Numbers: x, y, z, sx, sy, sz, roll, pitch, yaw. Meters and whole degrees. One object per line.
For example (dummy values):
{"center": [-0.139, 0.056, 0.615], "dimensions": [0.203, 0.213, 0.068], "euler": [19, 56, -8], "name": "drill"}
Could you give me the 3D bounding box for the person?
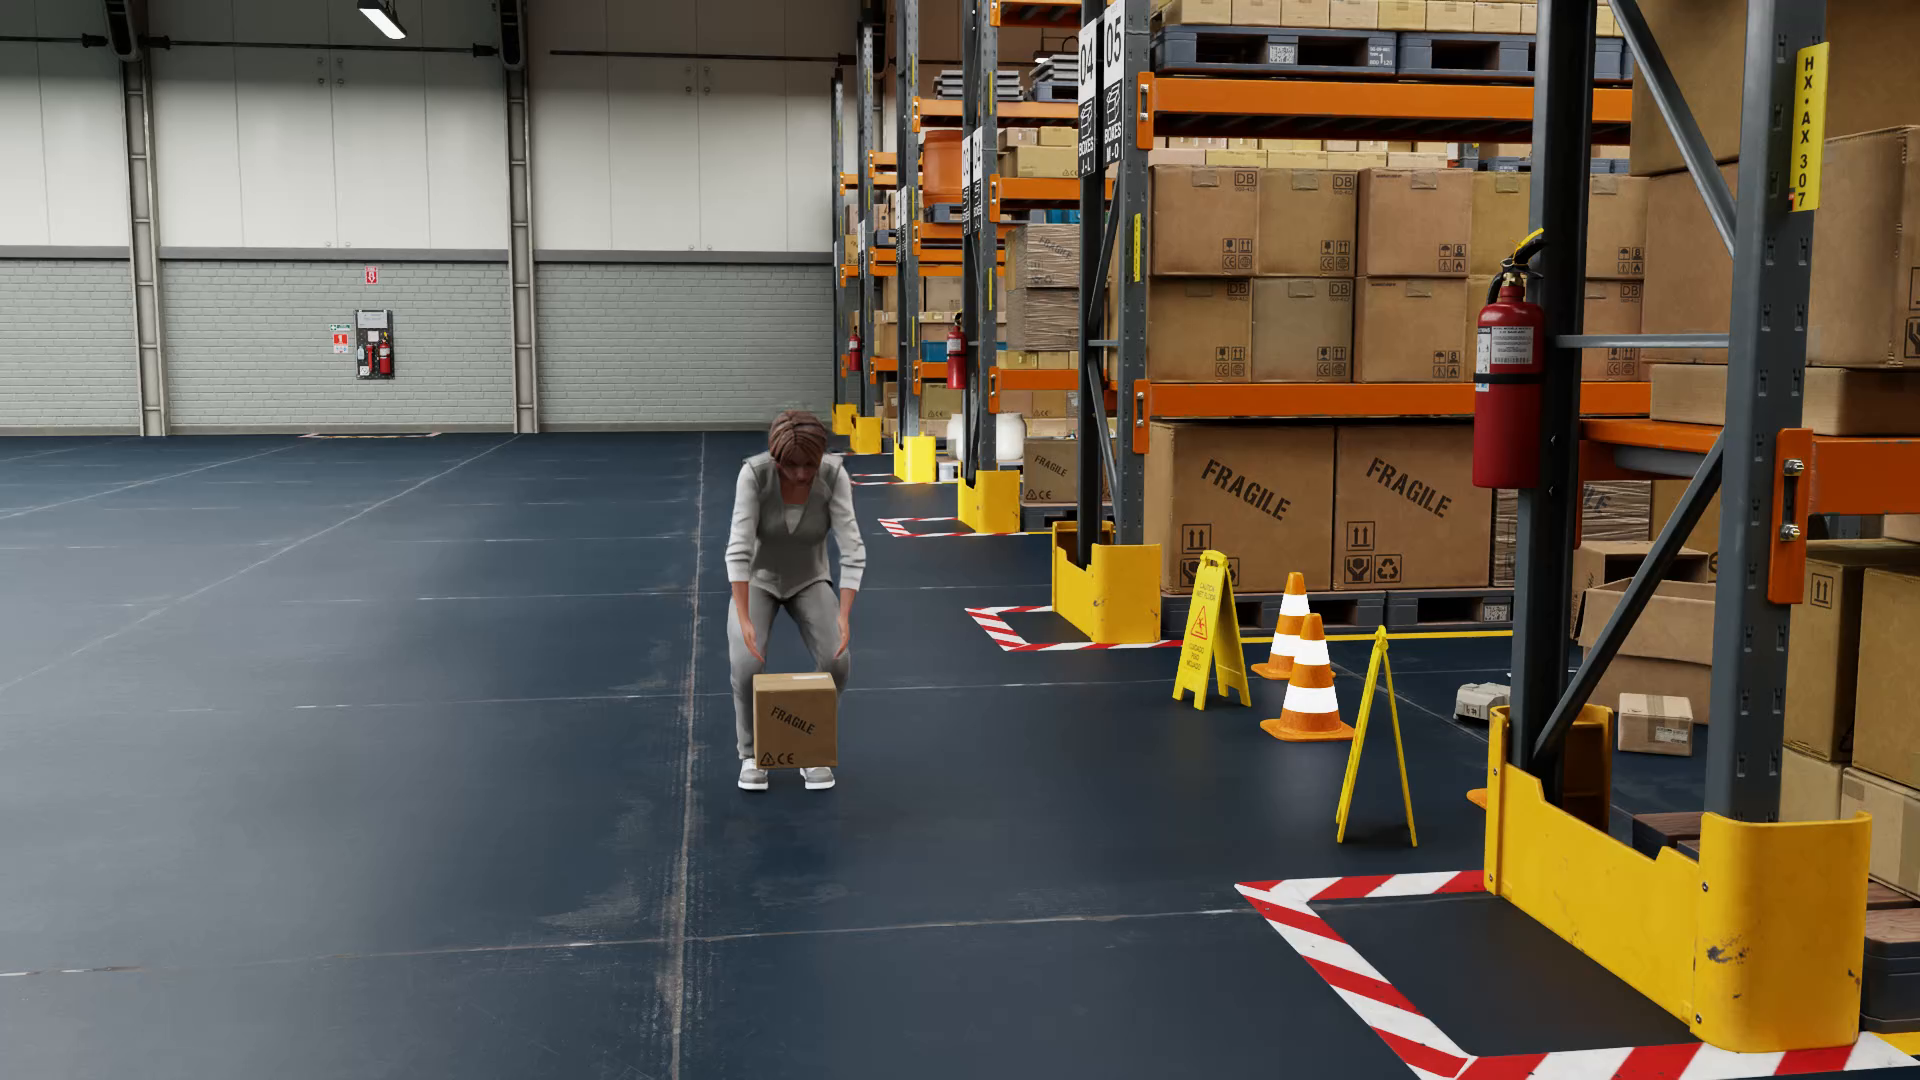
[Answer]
{"center": [-0.559, 0.208, 5.630], "dimensions": [0.463, 1.284, 0.656], "euler": [-1, 7, -9], "name": "person"}
